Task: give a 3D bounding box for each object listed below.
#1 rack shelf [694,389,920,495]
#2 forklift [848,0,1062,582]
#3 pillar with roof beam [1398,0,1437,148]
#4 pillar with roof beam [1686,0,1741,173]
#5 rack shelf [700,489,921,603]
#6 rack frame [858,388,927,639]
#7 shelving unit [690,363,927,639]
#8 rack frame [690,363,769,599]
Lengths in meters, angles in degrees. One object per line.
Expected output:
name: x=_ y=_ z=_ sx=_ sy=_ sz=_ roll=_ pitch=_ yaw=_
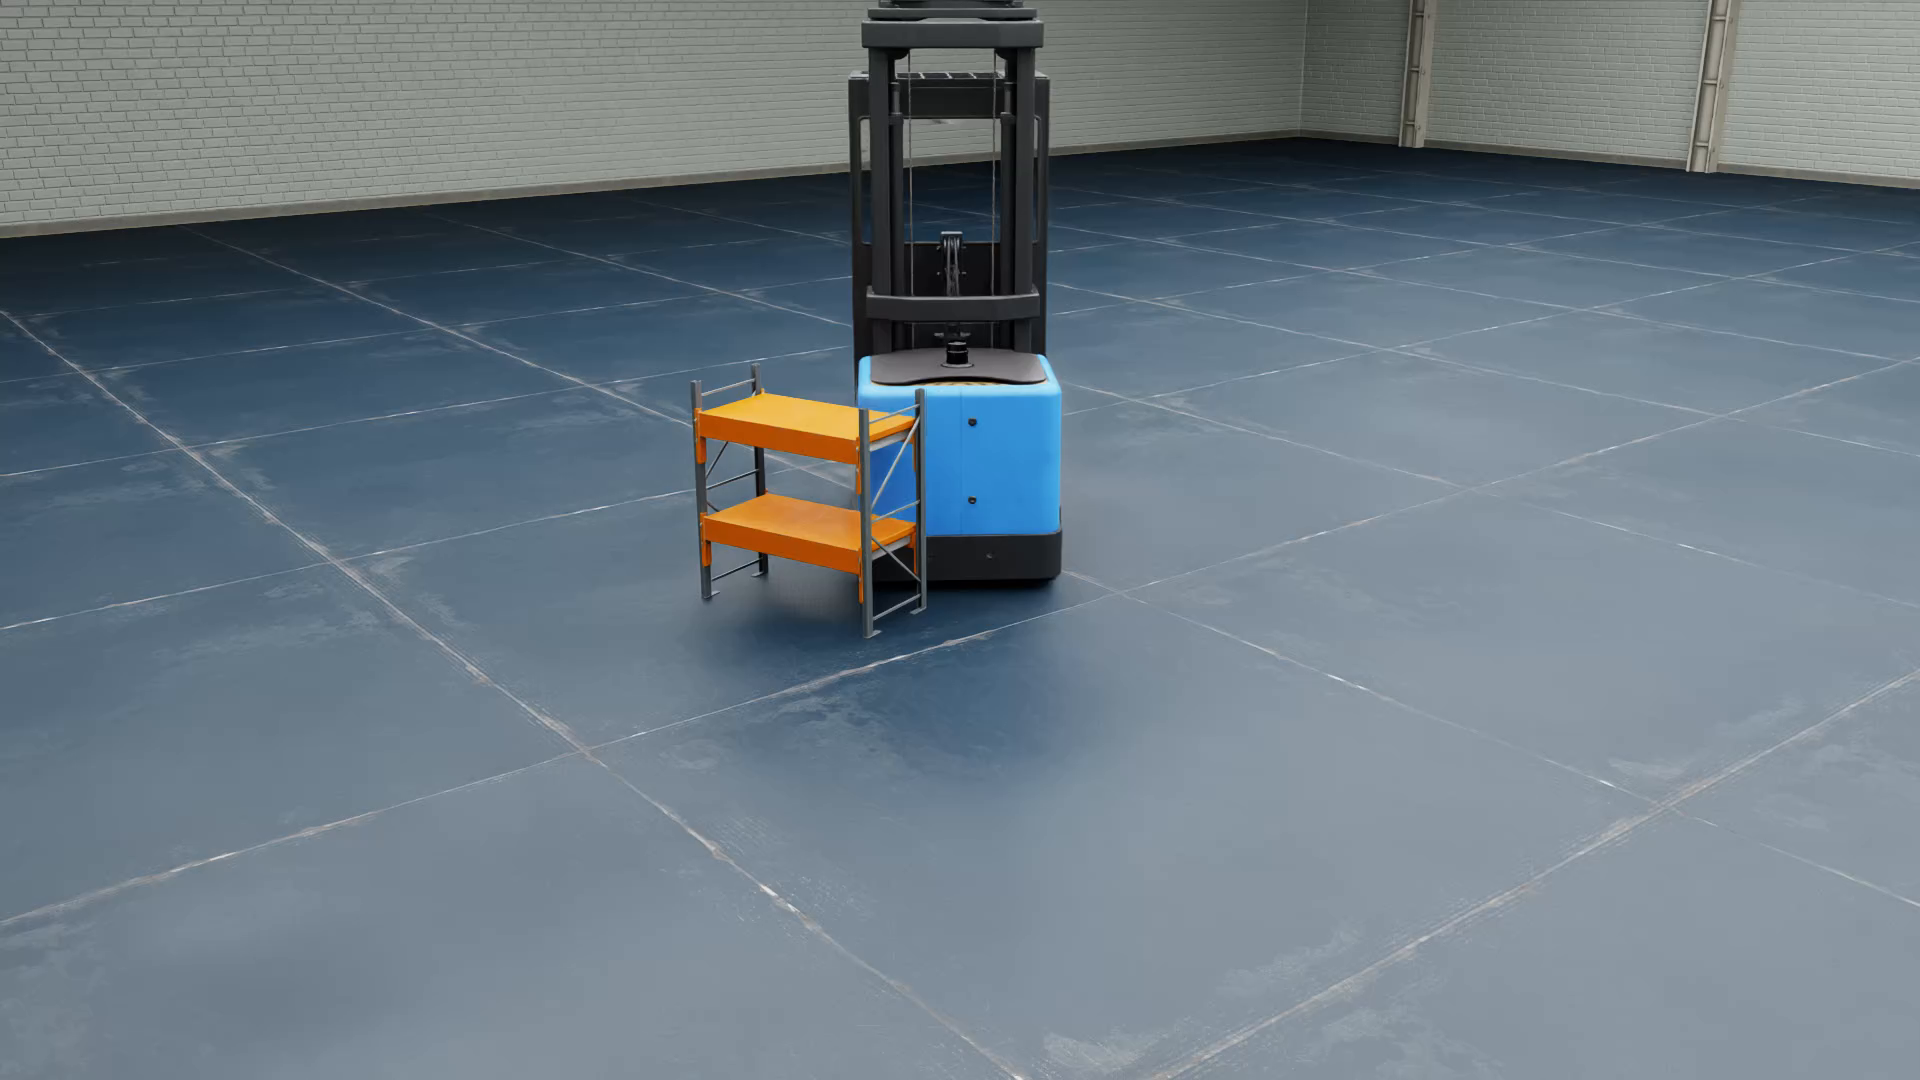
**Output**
rack shelf: x=-0.742 y=-0.494 z=8.133 sx=1.000 sy=0.278 sz=0.538 roll=12 pitch=22 yaw=31
forklift: x=-0.073 y=-1.592 z=9.509 sx=1.130 sy=2.935 sz=3.031 roll=-1 pitch=18 yaw=-3
pillar with roof beam: x=5.521 y=-11.185 z=28.826 sx=9.100 sy=9.000 sz=0.400 roll=-14 pitch=23 yaw=-36
pillar with roof beam: x=9.247 y=-9.707 z=24.361 sx=9.100 sy=9.000 sz=0.400 roll=-14 pitch=23 yaw=-36
rack shelf: x=-0.742 y=0.016 z=8.302 sx=1.000 sy=0.278 sz=0.538 roll=12 pitch=22 yaw=31
rack frame: x=-0.316 y=-0.129 z=7.961 sx=0.032 sy=1.125 sz=0.500 roll=12 pitch=22 yaw=31
shelving unit: x=-0.742 y=-0.216 z=8.225 sx=1.048 sy=1.125 sz=0.538 roll=12 pitch=22 yaw=31
rack frame: x=-1.168 y=-0.303 z=8.488 sx=0.032 sy=1.125 sz=0.500 roll=12 pitch=22 yaw=31
